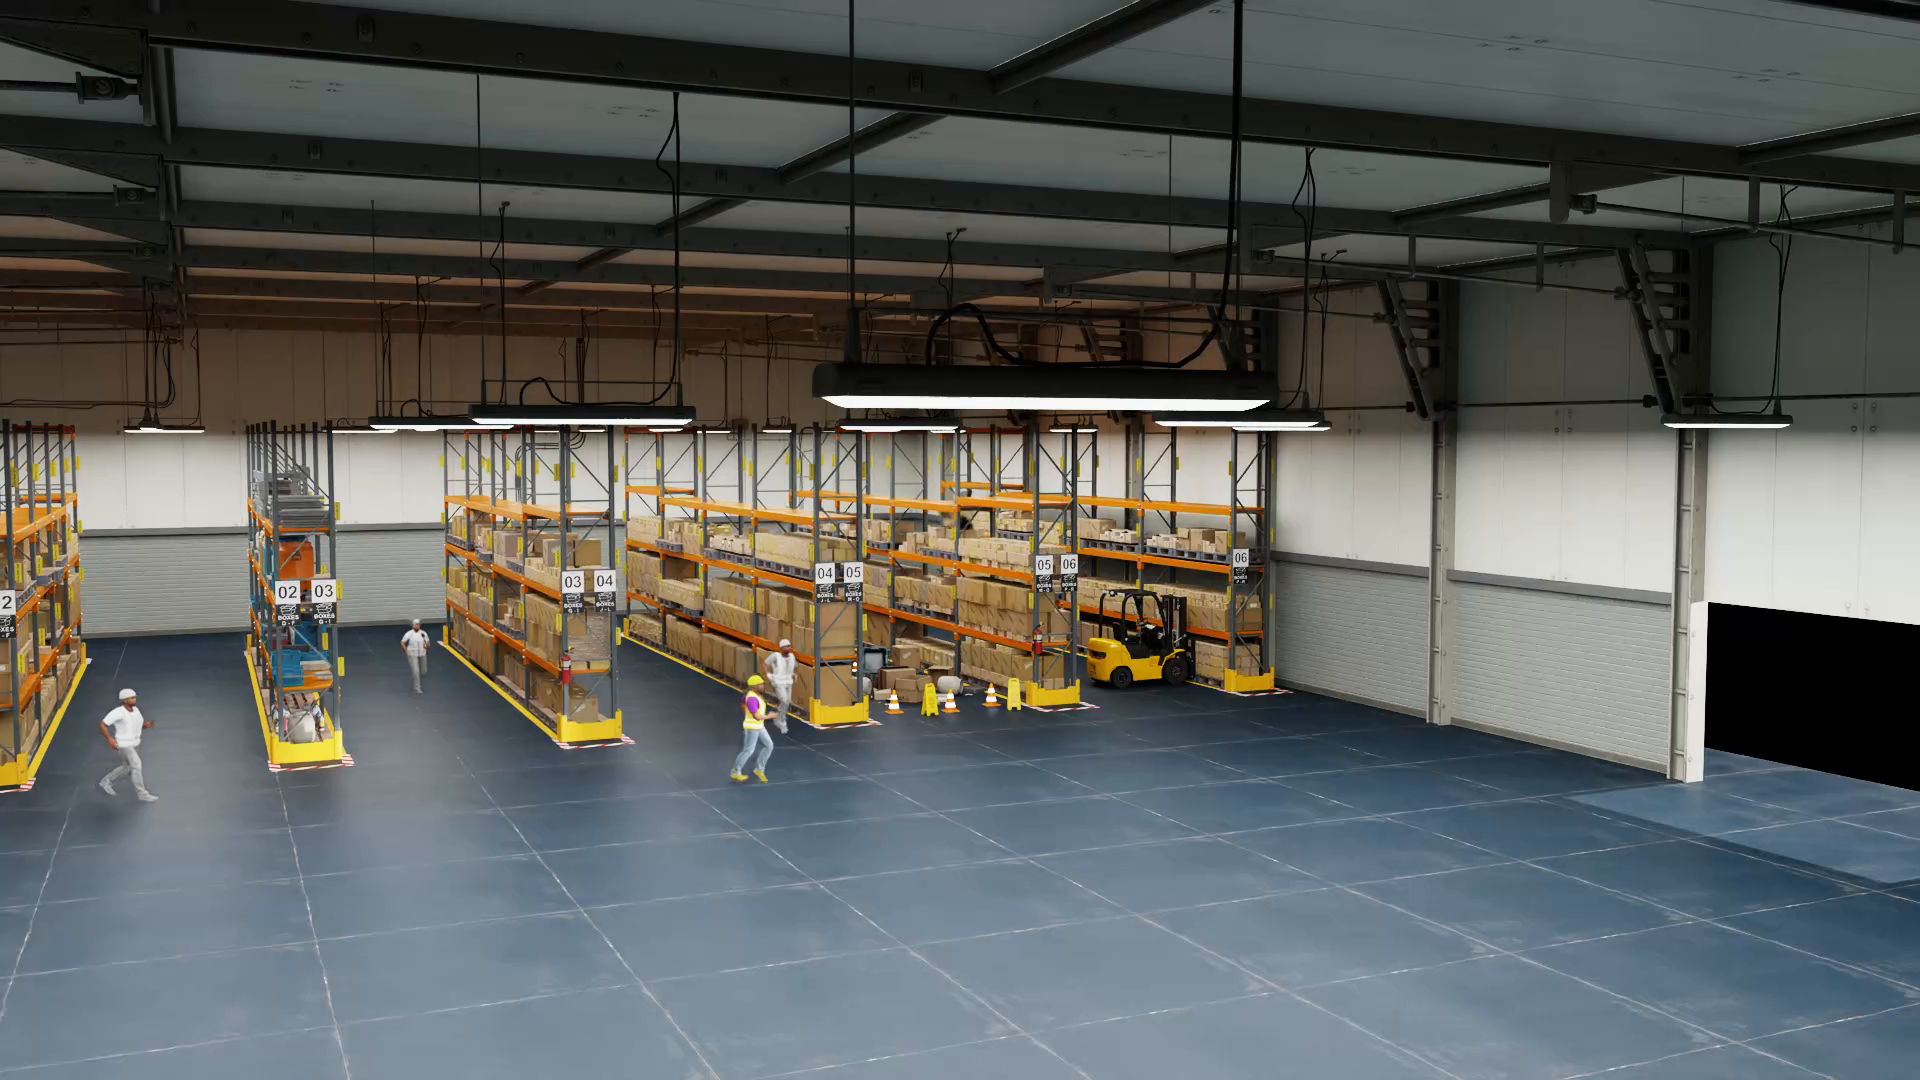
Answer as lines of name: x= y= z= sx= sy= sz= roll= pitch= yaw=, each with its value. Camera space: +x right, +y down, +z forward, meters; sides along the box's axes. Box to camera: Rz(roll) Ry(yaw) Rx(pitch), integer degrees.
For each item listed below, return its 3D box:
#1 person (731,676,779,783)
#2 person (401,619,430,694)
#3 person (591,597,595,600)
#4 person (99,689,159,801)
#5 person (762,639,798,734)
person: x=-3.376 y=3.131 z=27.424 sx=0.823 sy=1.808 sz=0.668 roll=0 pitch=4 yaw=5
person: x=-12.134 y=2.586 z=37.115 sx=0.620 sy=1.632 sz=0.803 roll=-2 pitch=4 yaw=-34
person: x=-10.690 y=1.972 z=47.012 sx=0.642 sy=1.657 sz=0.662 roll=0 pitch=4 yaw=8
person: x=-12.988 y=3.189 z=25.922 sx=0.981 sy=1.750 sz=0.701 roll=0 pitch=4 yaw=3
person: x=-3.434 y=2.752 z=32.284 sx=0.683 sy=1.668 sz=0.725 roll=-3 pitch=5 yaw=-41
